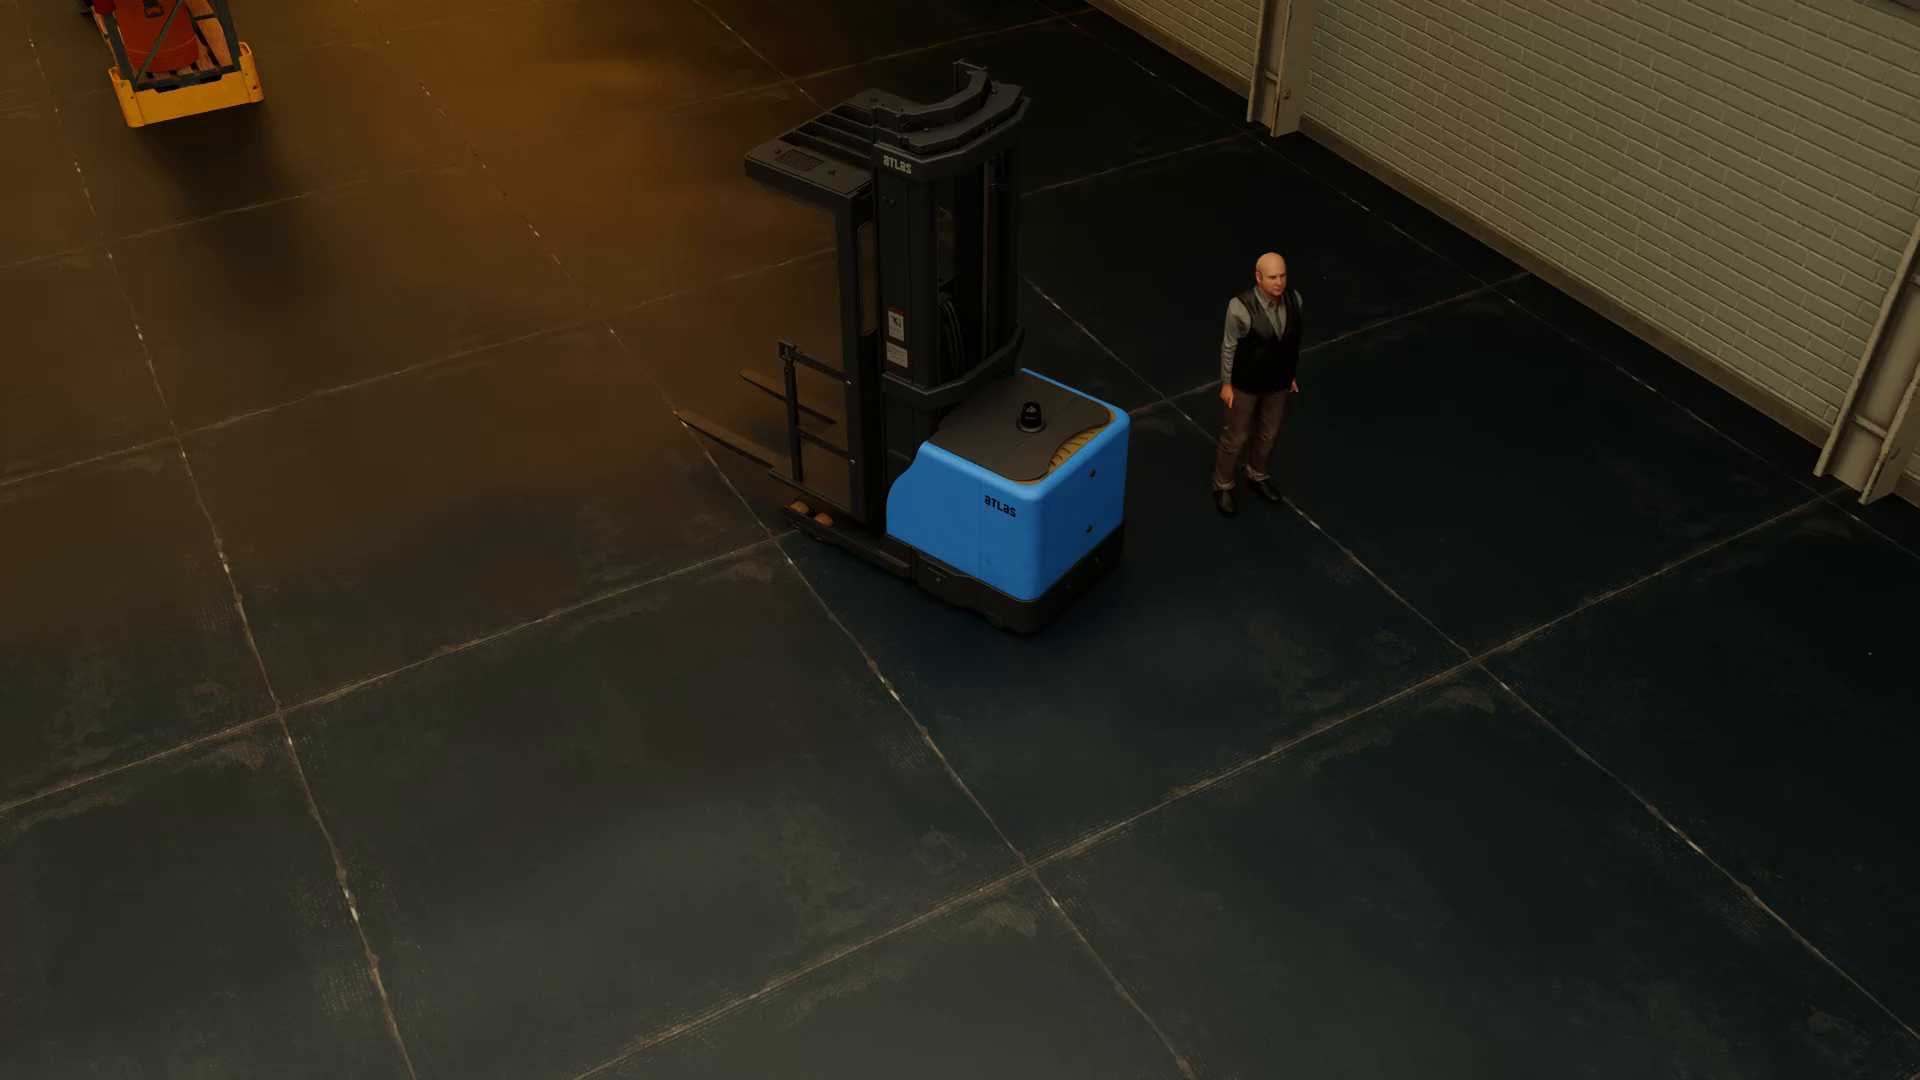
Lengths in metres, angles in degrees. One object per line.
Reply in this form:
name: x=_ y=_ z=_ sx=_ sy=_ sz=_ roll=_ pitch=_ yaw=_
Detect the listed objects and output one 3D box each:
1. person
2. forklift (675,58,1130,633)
person: x=1.828 y=-0.926 z=10.165 sx=0.524 sy=1.643 sz=0.370 roll=-15 pitch=42 yaw=-17
forklift: x=-0.481 y=-1.366 z=9.683 sx=3.031 sy=2.935 sz=1.130 roll=26 pitch=46 yaw=28
